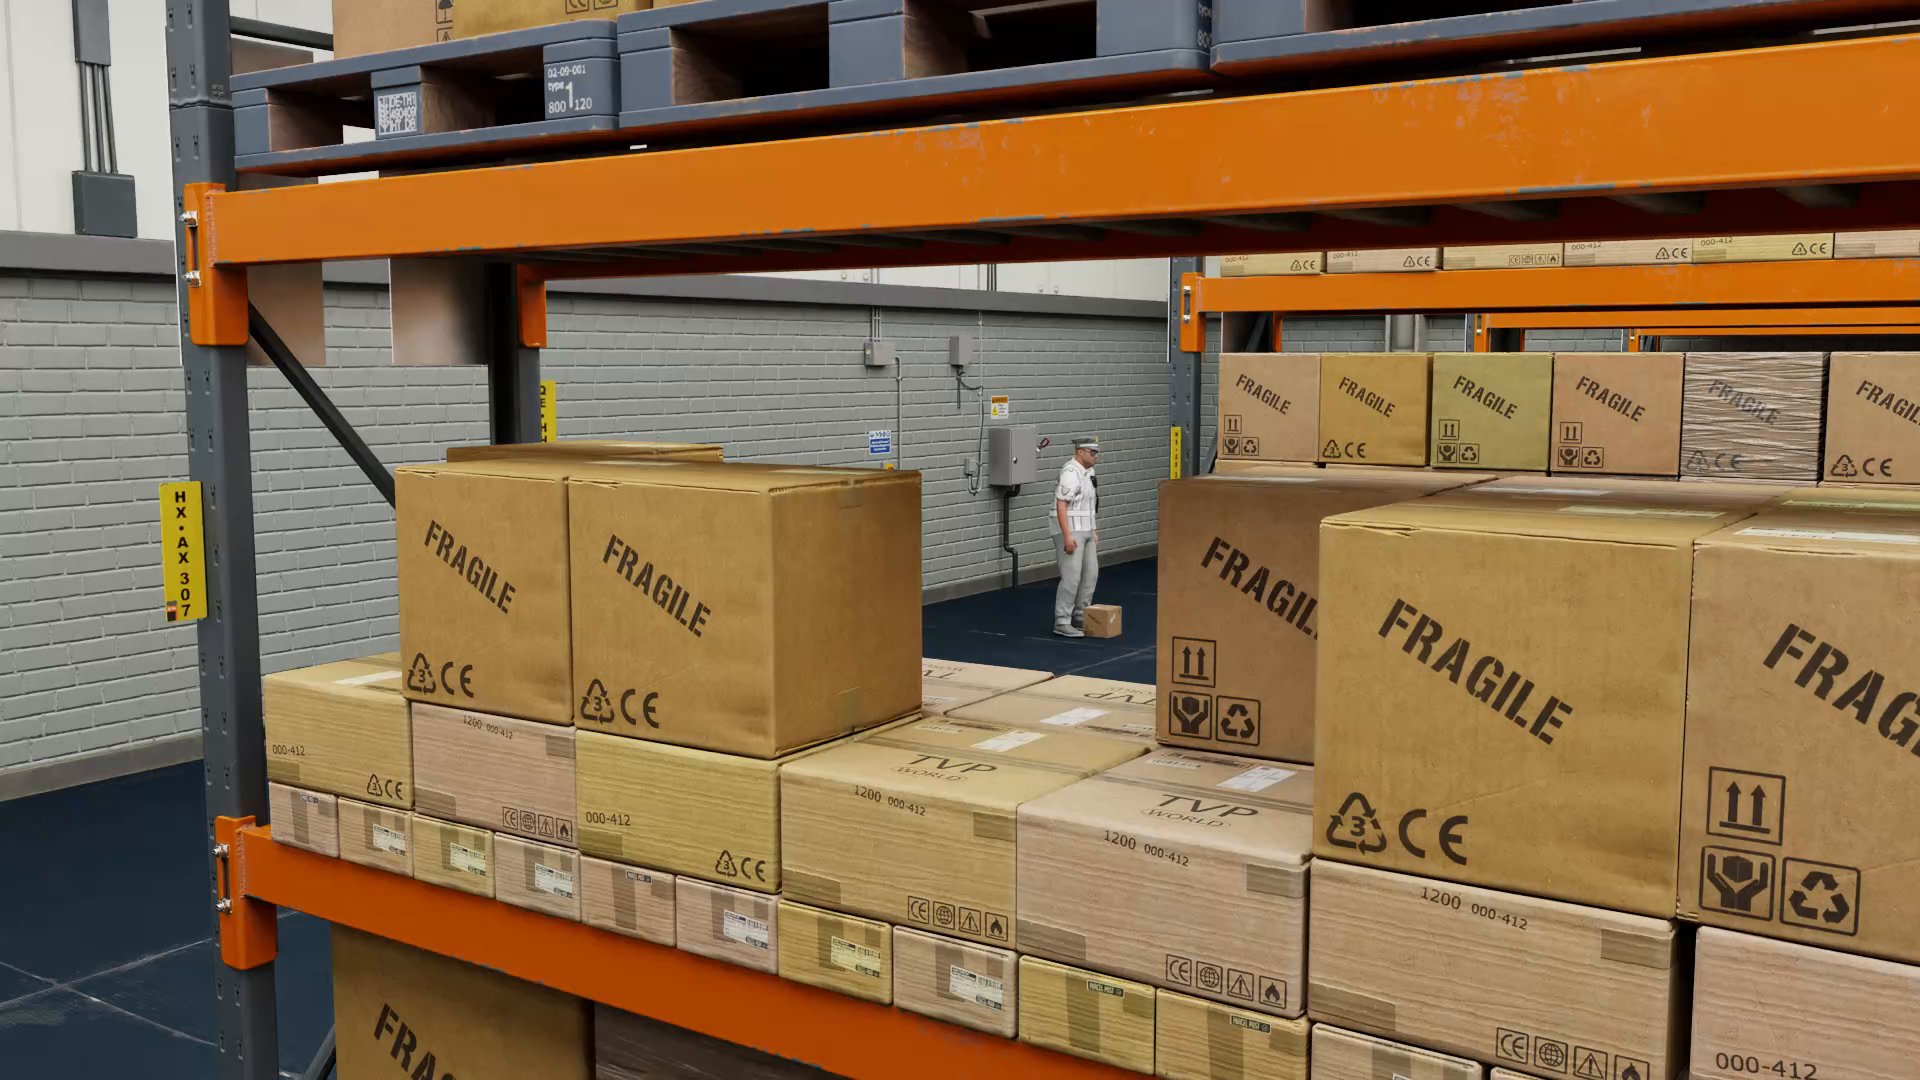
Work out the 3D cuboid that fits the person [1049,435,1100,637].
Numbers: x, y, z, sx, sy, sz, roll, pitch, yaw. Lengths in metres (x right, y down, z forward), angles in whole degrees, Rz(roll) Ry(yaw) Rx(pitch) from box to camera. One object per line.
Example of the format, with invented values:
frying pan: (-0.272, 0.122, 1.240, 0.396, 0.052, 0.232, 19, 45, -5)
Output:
person: (1.040, -0.049, 14.680, 0.473, 1.748, 0.606, 4, 7, 30)
